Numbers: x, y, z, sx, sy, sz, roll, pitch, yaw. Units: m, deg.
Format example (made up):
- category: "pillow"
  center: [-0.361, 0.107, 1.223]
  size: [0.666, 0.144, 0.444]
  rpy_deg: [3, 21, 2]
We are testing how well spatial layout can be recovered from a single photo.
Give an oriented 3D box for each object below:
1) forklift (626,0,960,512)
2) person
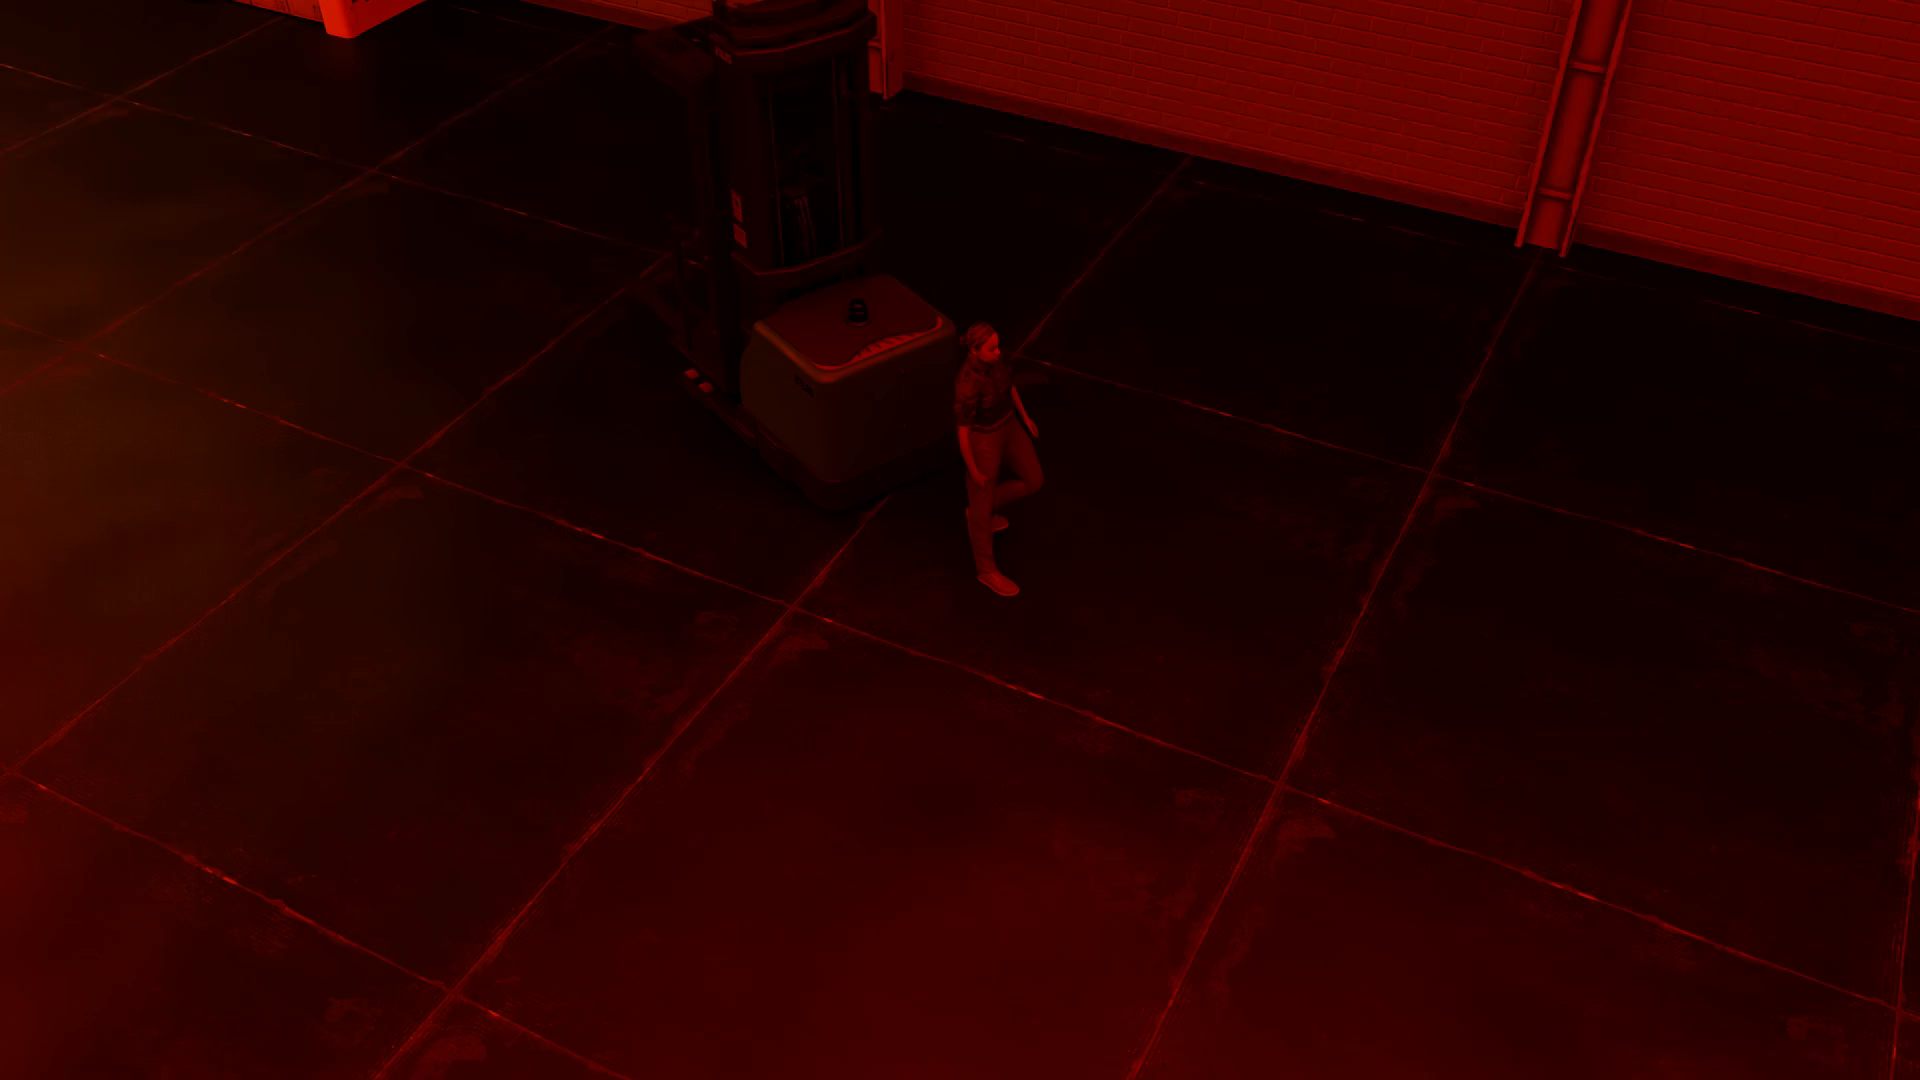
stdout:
- category: "forklift"
  center: [-1.279, -2.198, 10.597]
  size: [1.130, 2.935, 3.031]
  rpy_deg: [-25, 46, -27]
- category: "person"
  center: [0.255, -0.524, 9.660]
  size: [0.637, 1.583, 0.645]
  rpy_deg: [27, 47, 28]
